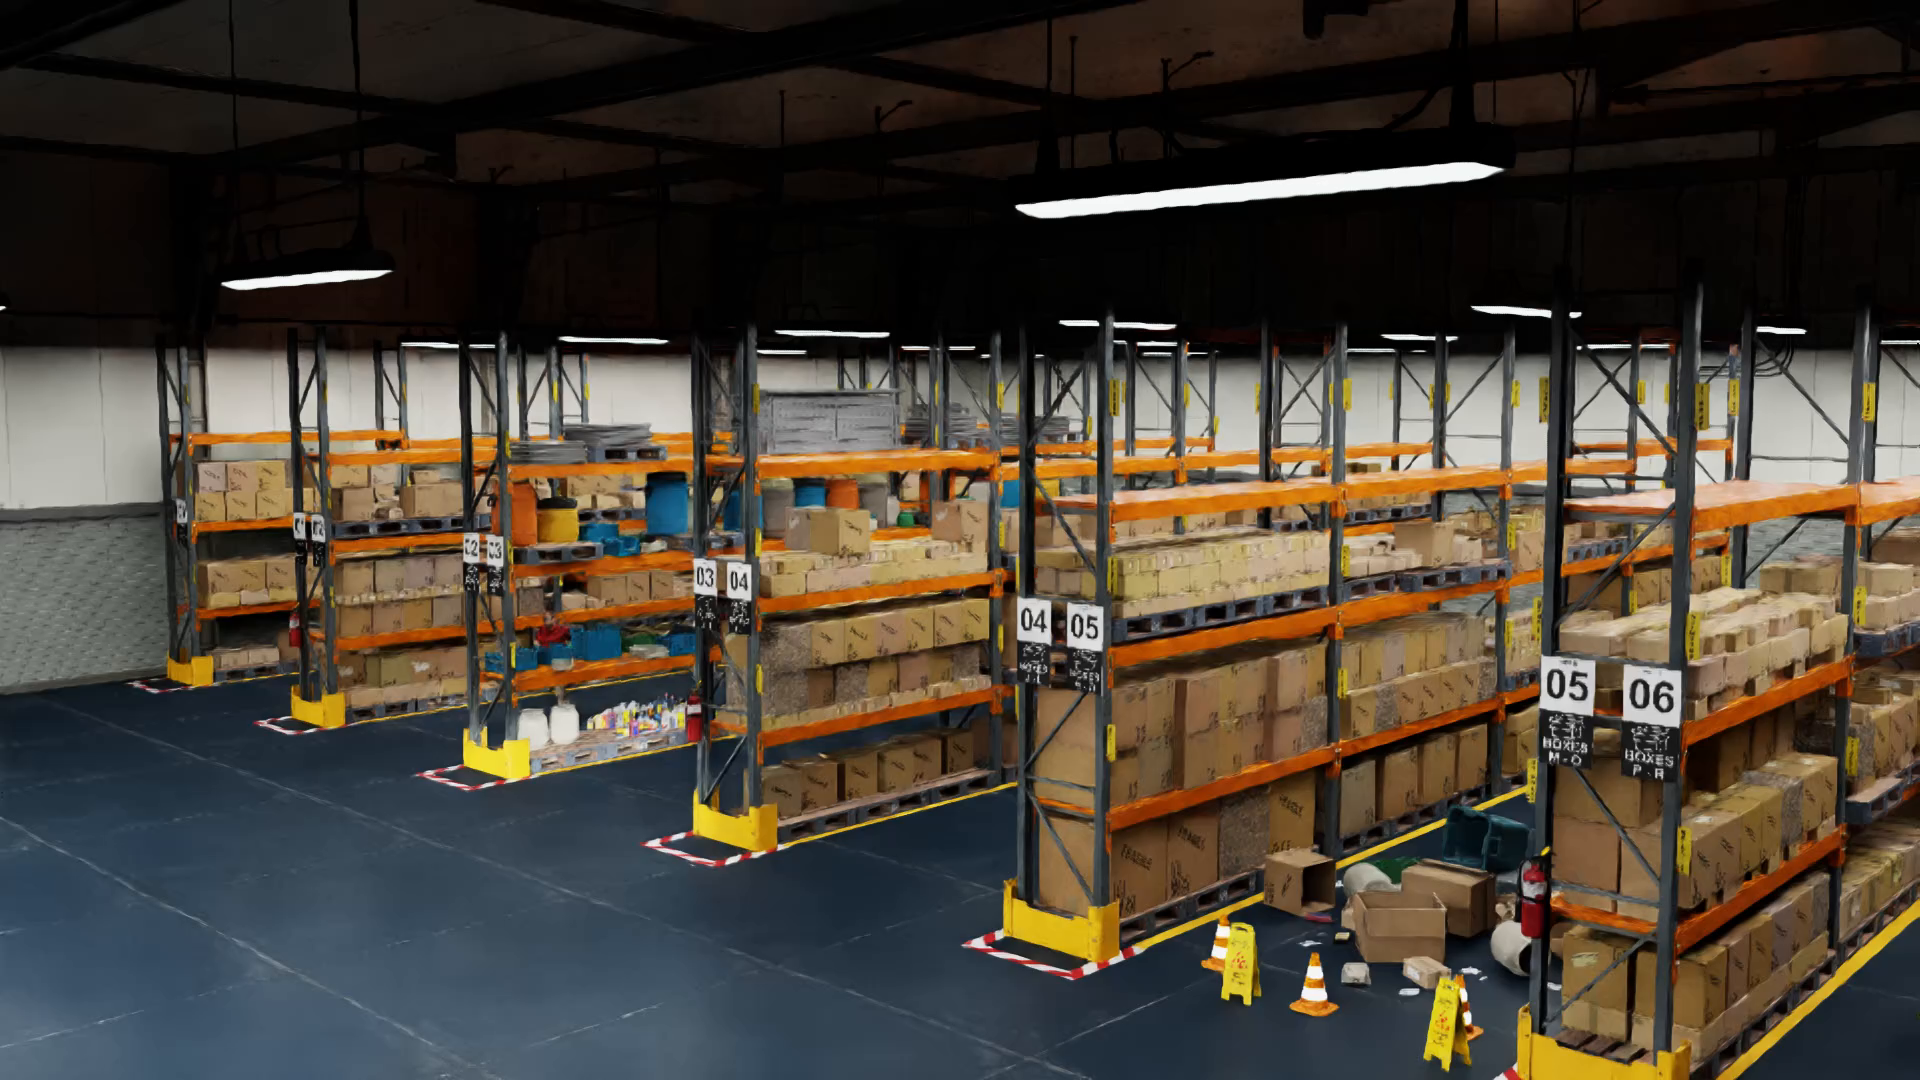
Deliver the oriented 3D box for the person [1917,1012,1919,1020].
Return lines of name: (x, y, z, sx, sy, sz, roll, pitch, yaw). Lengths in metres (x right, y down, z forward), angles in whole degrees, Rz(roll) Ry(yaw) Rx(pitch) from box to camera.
person: (7.999, 3.011, 13.439, 0.625, 1.765, 0.497, -2, 6, -16)

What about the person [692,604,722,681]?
person: (-4.433, 1.601, 29.011, 0.463, 1.673, 0.561, 2, 6, 19)

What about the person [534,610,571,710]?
person: (-6.267, 1.896, 25.927, 0.701, 1.662, 0.857, 3, 6, 26)
